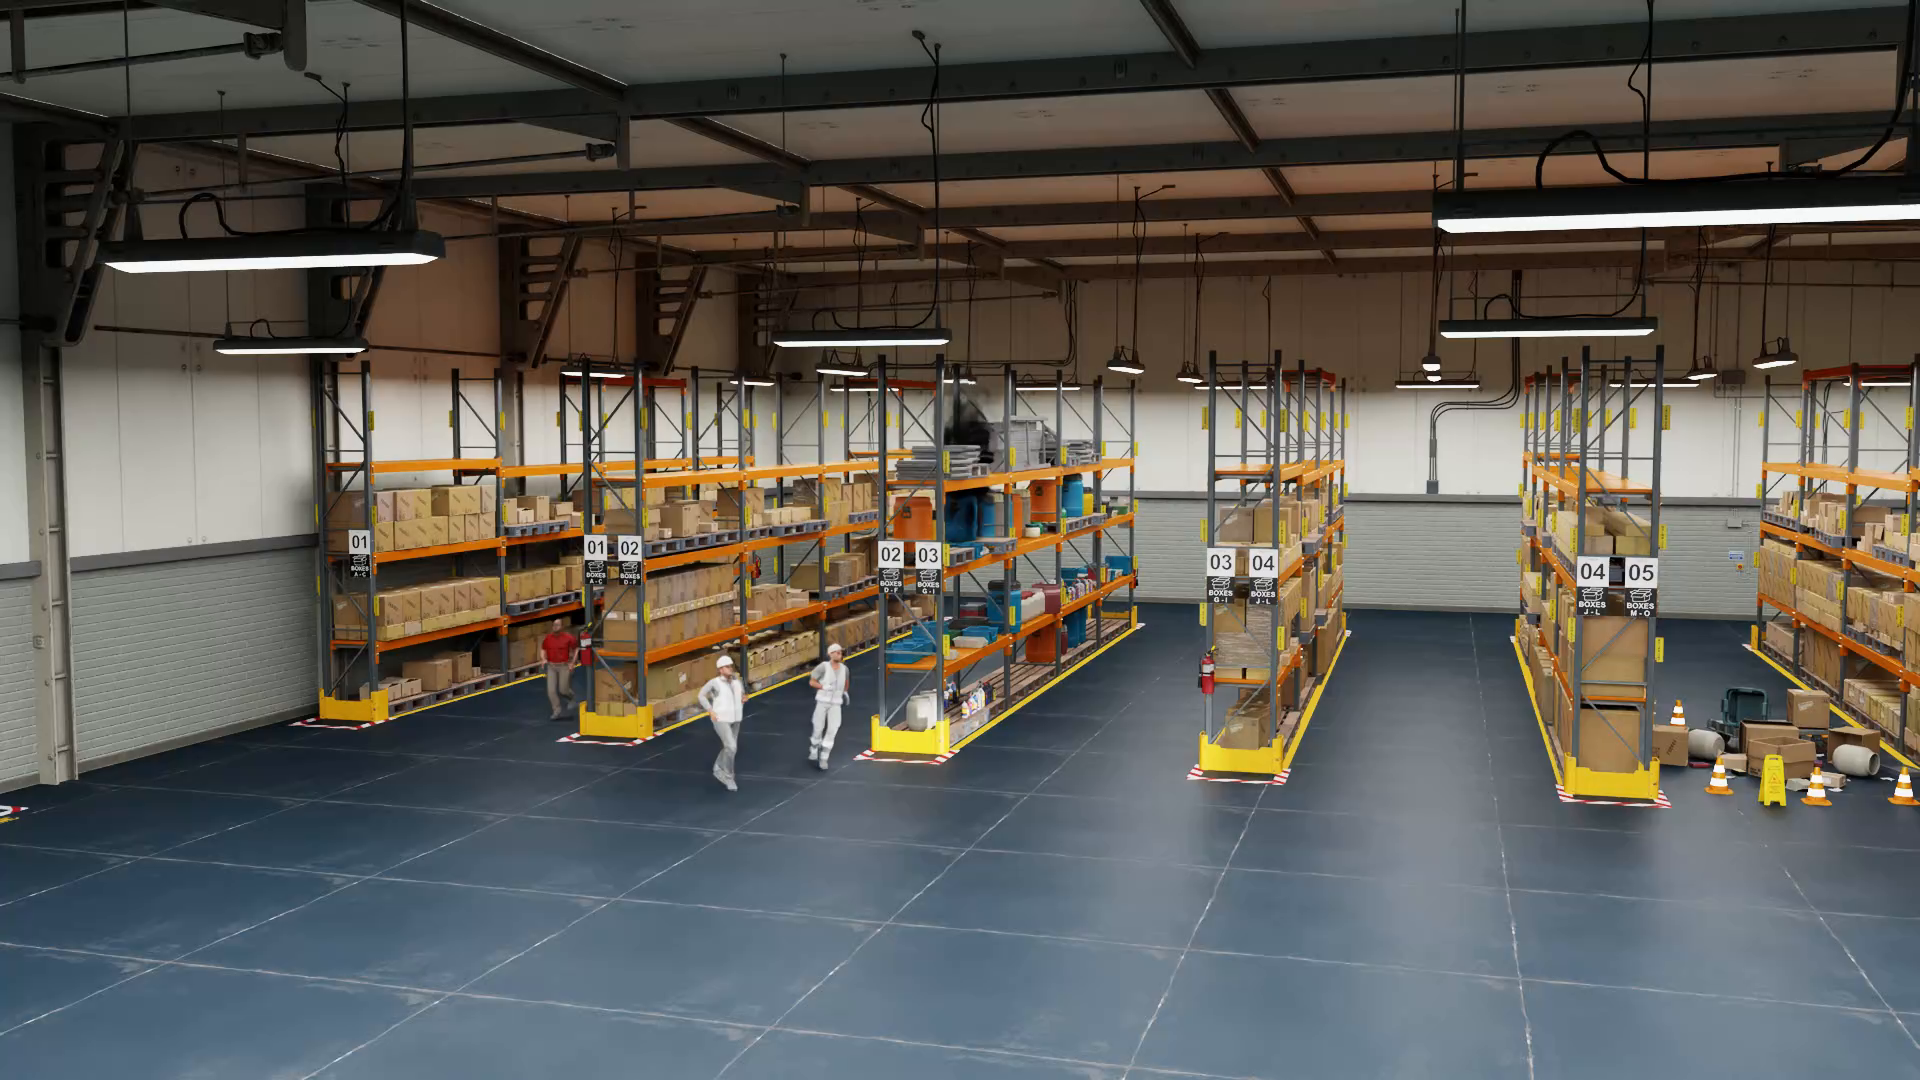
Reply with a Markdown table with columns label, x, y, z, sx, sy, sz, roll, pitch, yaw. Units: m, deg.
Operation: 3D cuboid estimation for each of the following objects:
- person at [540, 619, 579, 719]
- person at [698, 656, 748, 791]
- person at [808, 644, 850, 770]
| label | x | y | z | sx | sy | sz | roll | pitch | yaw |
| --- | --- | --- | --- | --- | --- | --- | --- | --- | --- |
| person | -6.737 | 2.156 | 28.035 | 0.710 | 1.672 | 0.609 | 1 | 4 | 7 |
| person | -3.182 | 2.496 | 22.733 | 0.723 | 1.827 | 0.639 | 4 | 5 | 41 |
| person | -1.856 | 2.394 | 24.162 | 0.655 | 1.751 | 0.812 | -1 | 4 | -17 |
